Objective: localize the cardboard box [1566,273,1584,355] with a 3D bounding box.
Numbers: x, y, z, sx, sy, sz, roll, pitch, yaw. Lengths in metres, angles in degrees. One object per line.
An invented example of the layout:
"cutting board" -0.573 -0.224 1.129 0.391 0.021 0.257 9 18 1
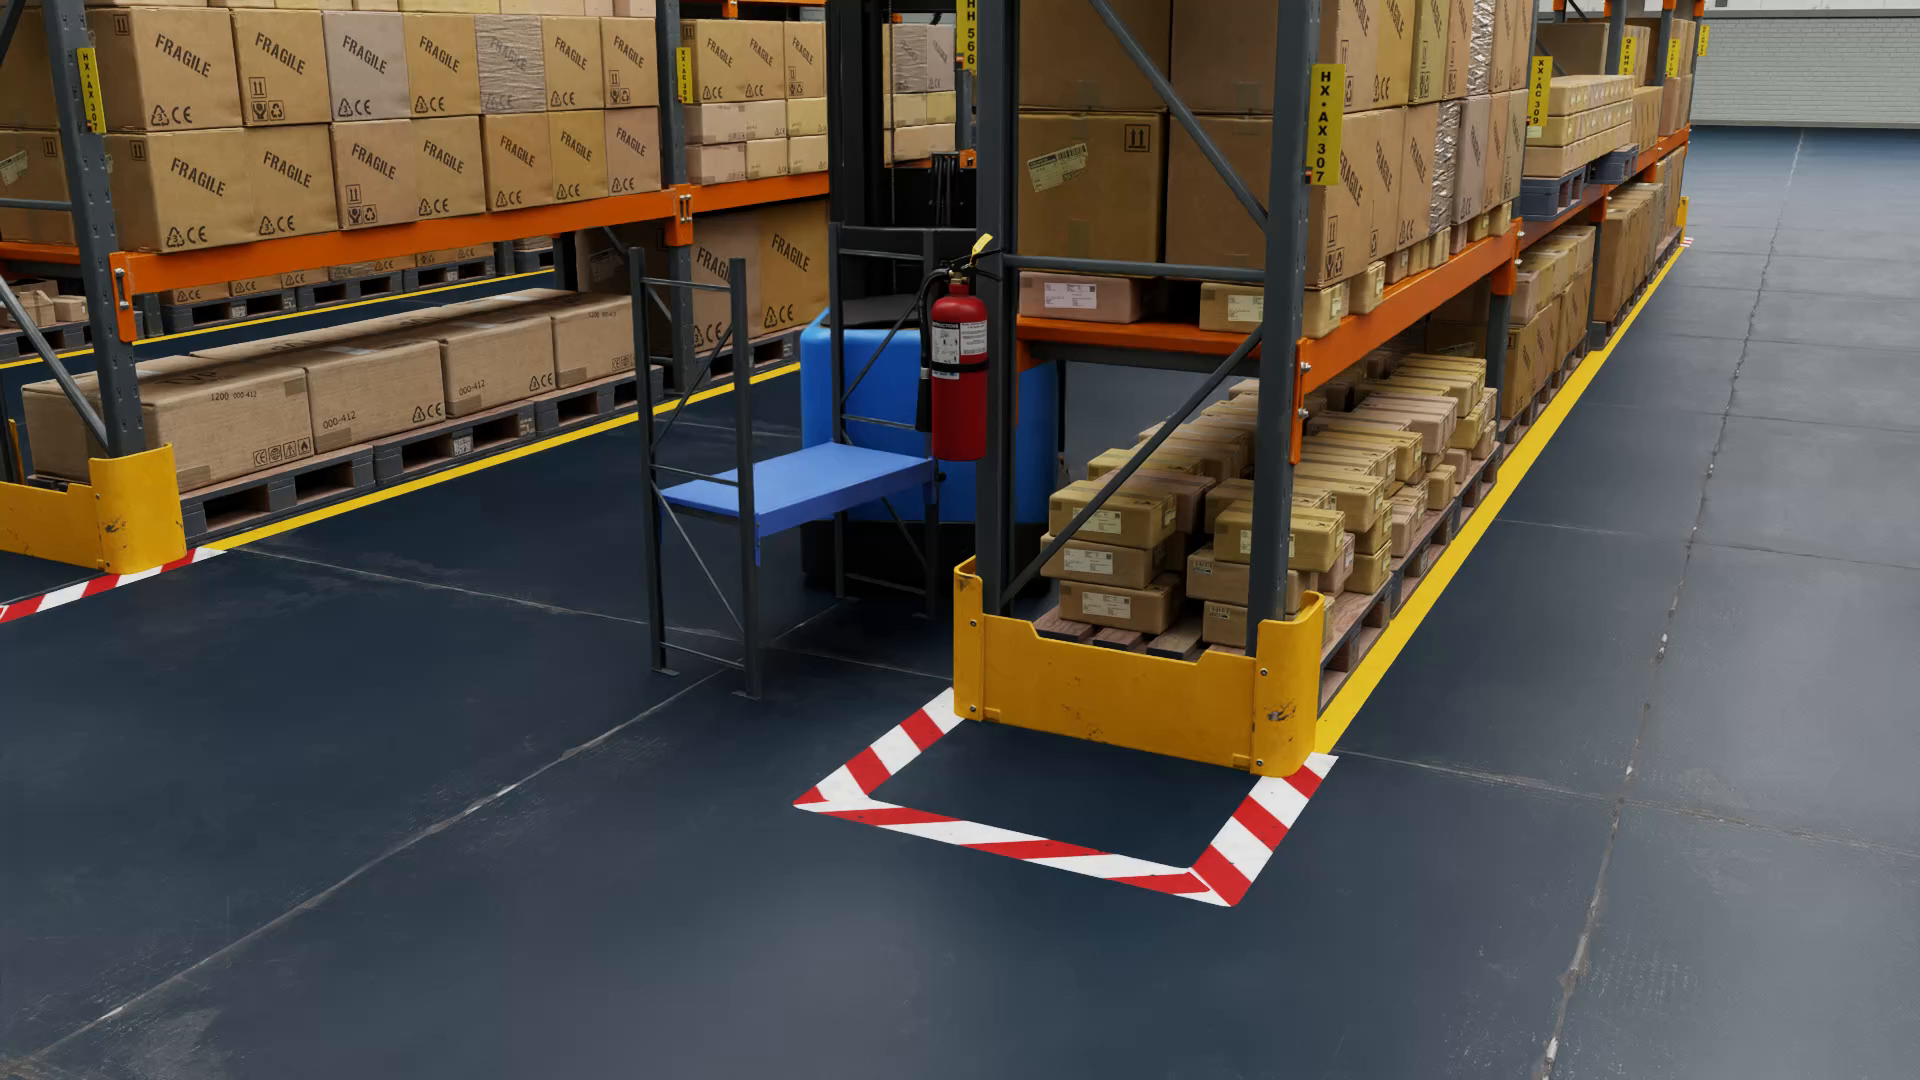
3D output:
"cardboard box" 3.802 -1.512 10.998 0.500 0.500 0.500 9 19 28

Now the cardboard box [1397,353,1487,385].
"cardboard box" 2.384 -0.818 8.236 0.380 0.149 0.250 9 19 27

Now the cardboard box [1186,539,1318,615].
"cardboard box" 0.986 0.118 5.604 0.380 0.149 0.250 9 19 28

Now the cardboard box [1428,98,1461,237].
"cardboard box" 1.639 -1.467 6.496 0.500 0.500 0.500 8 18 24

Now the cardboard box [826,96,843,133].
"cardboard box" -1.033 -3.061 11.947 0.500 0.250 0.500 7 18 24

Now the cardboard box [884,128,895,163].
"cardboard box" -0.824 -2.953 12.462 0.500 0.250 0.500 8 18 25

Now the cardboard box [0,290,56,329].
"cardboard box" -6.752 -1.677 11.968 0.396 0.266 0.258 9 19 27

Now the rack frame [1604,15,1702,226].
"rack frame" 7.672 -4.879 18.683 1.000 3.000 0.127 8 18 25

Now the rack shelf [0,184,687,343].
"rack shelf" -3.057 -1.572 8.813 1.077 0.370 4.000 8 18 25

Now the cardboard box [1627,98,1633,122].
"cardboard box" 4.284 -2.881 11.137 0.380 0.149 0.250 9 19 27

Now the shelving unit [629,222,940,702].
"shelving unit" -0.590 -0.329 5.998 0.538 1.500 1.048 12 20 34

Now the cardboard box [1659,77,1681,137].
"cardboard box" 6.611 -4.293 16.446 0.875 0.550 0.550 8 18 25

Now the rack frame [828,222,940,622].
"rack frame" -0.290 -0.446 6.391 0.500 1.500 0.032 12 20 34

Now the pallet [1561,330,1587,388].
"pallet" 3.747 -1.306 11.549 1.003 0.211 1.213 8 18 25

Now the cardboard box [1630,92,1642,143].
"cardboard box" 4.990 -3.227 12.947 0.500 0.500 0.500 8 18 25

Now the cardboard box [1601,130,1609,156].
"cardboard box" 3.710 -2.412 10.080 0.380 0.149 0.250 9 19 27

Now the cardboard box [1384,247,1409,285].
"cardboard box" 1.477 -1.064 6.281 0.380 0.149 0.250 8 18 24

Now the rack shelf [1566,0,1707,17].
"rack shelf" 6.778 -5.463 16.643 1.077 0.370 4.000 8 18 25

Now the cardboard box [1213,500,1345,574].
"cardboard box" 1.061 -0.014 5.526 0.380 0.149 0.250 7 18 23

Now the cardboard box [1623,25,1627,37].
"cardboard box" 4.759 -3.741 12.921 0.700 0.500 0.500 8 18 25

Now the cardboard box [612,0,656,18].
"cardboard box" -2.016 -3.146 9.776 0.380 0.149 0.250 8 18 24

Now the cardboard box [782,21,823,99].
"cardboard box" -1.281 -3.290 11.400 0.500 0.500 0.500 8 18 24

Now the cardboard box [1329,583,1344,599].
"cardboard box" 1.192 0.128 6.095 0.380 0.149 0.250 8 18 26

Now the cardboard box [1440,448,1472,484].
"cardboard box" 2.188 -0.383 7.814 0.380 0.149 0.250 7 18 24

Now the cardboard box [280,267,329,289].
"cardboard box" -5.732 -2.418 14.050 0.500 0.500 0.500 8 18 24

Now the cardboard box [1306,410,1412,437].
"cardboard box" 1.658 -0.428 6.920 0.380 0.149 0.250 8 18 26

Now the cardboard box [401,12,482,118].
"cardboard box" -2.812 -2.413 8.447 0.500 0.500 0.500 8 18 26

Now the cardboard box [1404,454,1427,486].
"cardboard box" 1.806 -0.353 7.193 0.380 0.149 0.250 7 18 23

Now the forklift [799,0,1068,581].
"forklift" -0.032 -1.608 7.791 1.130 2.935 3.031 1 17 4

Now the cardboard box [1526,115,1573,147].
"cardboard box" 2.897 -2.088 8.466 0.380 0.149 0.250 8 19 26

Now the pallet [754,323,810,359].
"pallet" -1.342 -1.608 12.566 1.003 0.211 1.213 8 18 25

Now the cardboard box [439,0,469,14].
"cardboard box" -2.741 -2.764 8.489 0.380 0.149 0.250 8 18 25

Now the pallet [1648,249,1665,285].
"pallet" 6.294 -2.707 16.268 1.003 0.211 1.213 8 18 25

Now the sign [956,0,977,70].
"sign" 0.035 -1.586 5.006 0.100 0.325 0.005 8 18 25

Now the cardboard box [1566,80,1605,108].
"cardboard box" 3.474 -2.560 9.533 0.380 0.149 0.250 9 19 27

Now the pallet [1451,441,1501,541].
"pallet" 2.041 -0.310 8.198 1.003 0.211 1.213 8 18 25

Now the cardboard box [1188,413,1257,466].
"cardboard box" 1.158 -0.416 6.880 0.380 0.149 0.250 7 18 24

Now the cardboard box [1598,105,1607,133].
"cardboard box" 3.594 -2.486 9.808 0.380 0.149 0.250 8 18 24

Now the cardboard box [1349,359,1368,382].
"cardboard box" 1.795 -0.818 8.236 0.380 0.149 0.250 9 19 28

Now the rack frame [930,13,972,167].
"rack frame" -0.376 -3.445 13.856 1.000 3.000 0.127 8 18 25

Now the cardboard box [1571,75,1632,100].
"cardboard box" 4.174 -2.960 10.882 0.380 0.149 0.250 8 18 25

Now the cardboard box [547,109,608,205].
"cardboard box" -2.367 -2.192 9.460 0.500 0.500 0.500 8 18 24

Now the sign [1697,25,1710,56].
"sign" 8.151 -5.475 18.240 0.100 0.325 0.005 8 18 25

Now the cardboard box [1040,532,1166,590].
"cardboard box" 0.503 0.048 5.840 0.380 0.149 0.250 8 18 24

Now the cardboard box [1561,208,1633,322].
"cardboard box" 4.450 -2.108 12.566 1.050 0.750 0.750 8 18 25

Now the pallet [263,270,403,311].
"pallet" -5.732 -2.244 14.709 1.003 0.211 1.213 8 18 25

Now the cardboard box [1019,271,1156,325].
"cardboard box" 0.415 -0.802 5.398 0.380 0.149 0.250 8 18 25

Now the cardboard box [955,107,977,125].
"cardboard box" -0.065 -3.585 14.031 0.380 0.149 0.250 7 18 22

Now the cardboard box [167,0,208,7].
"cardboard box" -3.491 -2.377 7.187 0.380 0.149 0.250 9 19 27

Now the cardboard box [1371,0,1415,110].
"cardboard box" 1.180 -1.683 5.469 0.500 0.500 0.500 9 19 27

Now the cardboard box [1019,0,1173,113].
"cardboard box" 0.505 -1.622 5.261 0.500 0.500 0.500 8 18 24

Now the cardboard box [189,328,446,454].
"cardboard box" -3.344 -0.796 8.697 0.875 0.438 0.875 9 19 27

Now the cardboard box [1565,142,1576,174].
"cardboard box" 3.016 -2.016 8.749 0.380 0.149 0.250 8 19 26

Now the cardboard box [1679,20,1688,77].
"cardboard box" 6.816 -4.950 16.762 0.875 0.550 0.500 8 18 25

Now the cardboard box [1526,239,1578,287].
"cardboard box" 3.569 -1.739 10.446 0.500 0.250 0.500 9 19 27
